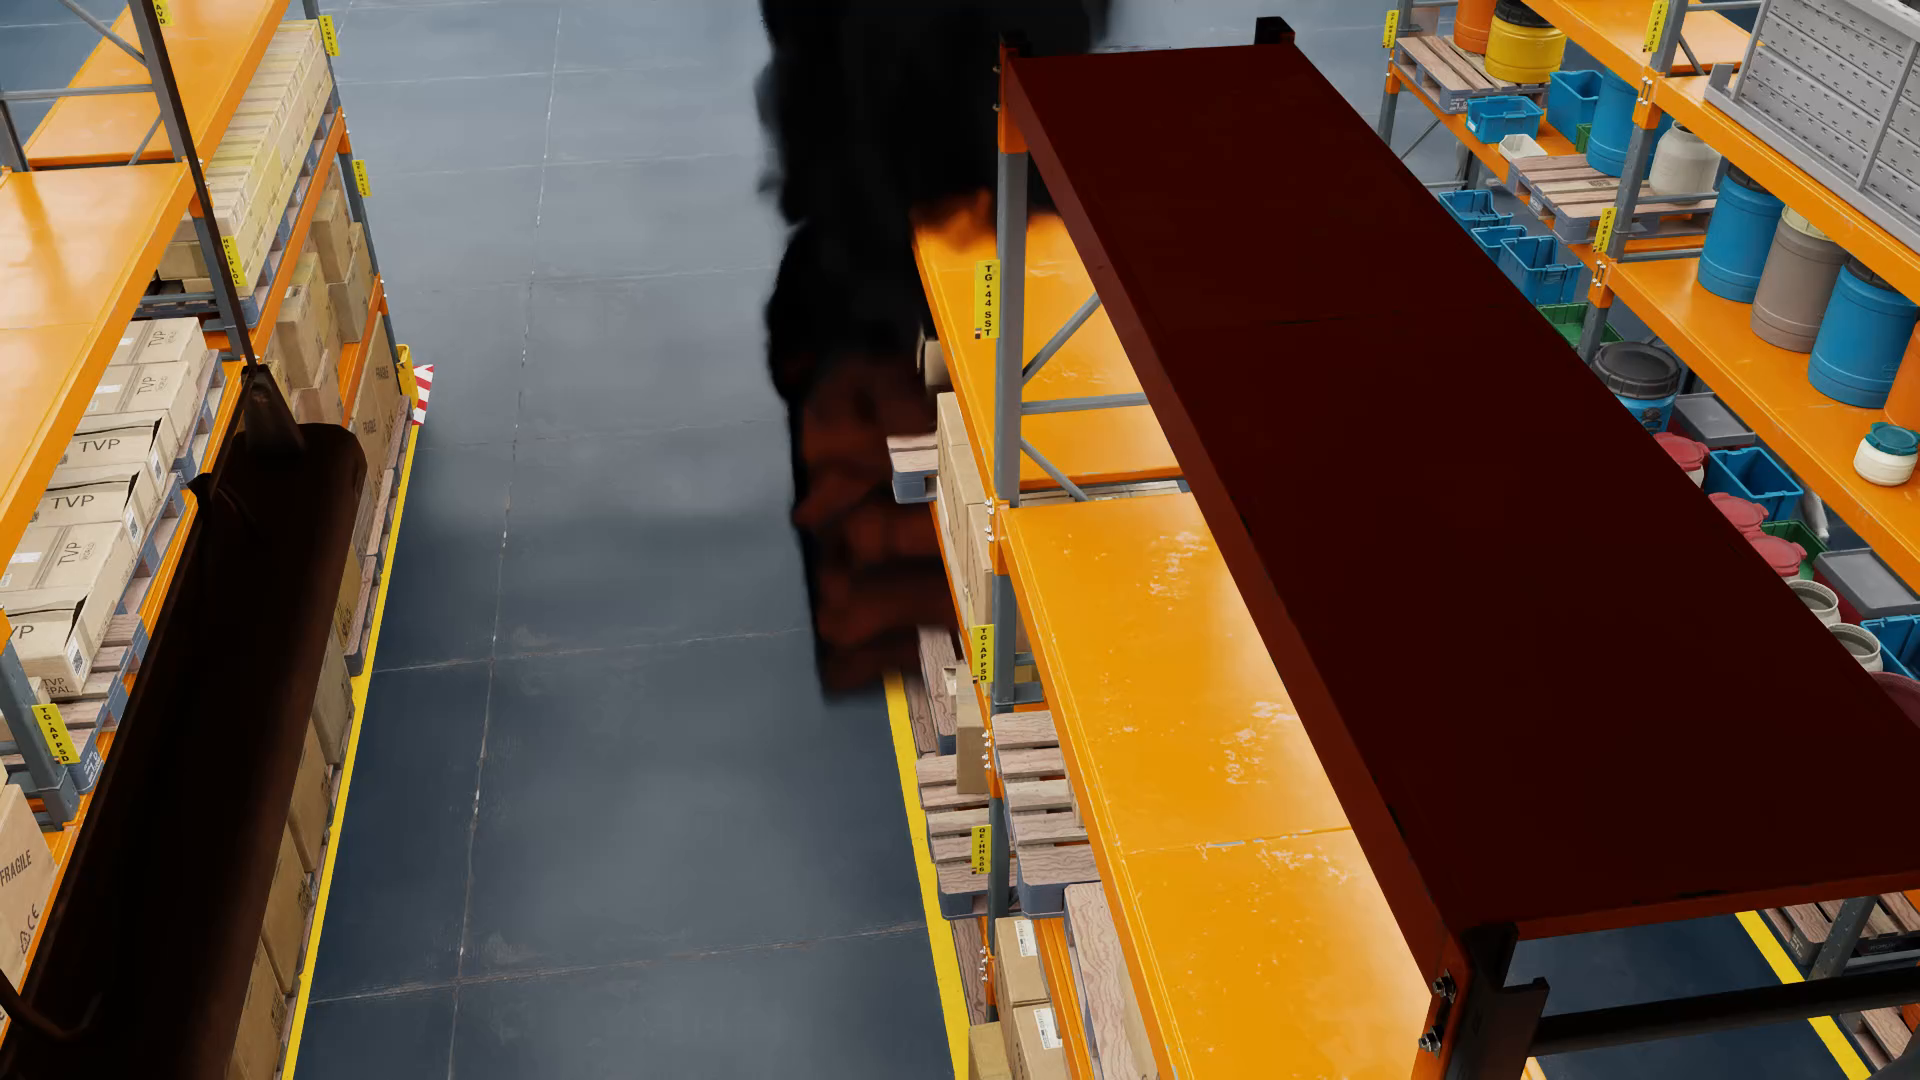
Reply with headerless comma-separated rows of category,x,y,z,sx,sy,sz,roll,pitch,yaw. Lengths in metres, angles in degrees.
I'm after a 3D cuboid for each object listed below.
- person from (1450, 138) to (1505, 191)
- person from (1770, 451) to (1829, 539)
person,5.874,-4.656,18.390,0.726,1.747,0.575,14,38,18
person,6.416,-0.762,12.593,0.550,1.671,0.855,-10,38,-14
